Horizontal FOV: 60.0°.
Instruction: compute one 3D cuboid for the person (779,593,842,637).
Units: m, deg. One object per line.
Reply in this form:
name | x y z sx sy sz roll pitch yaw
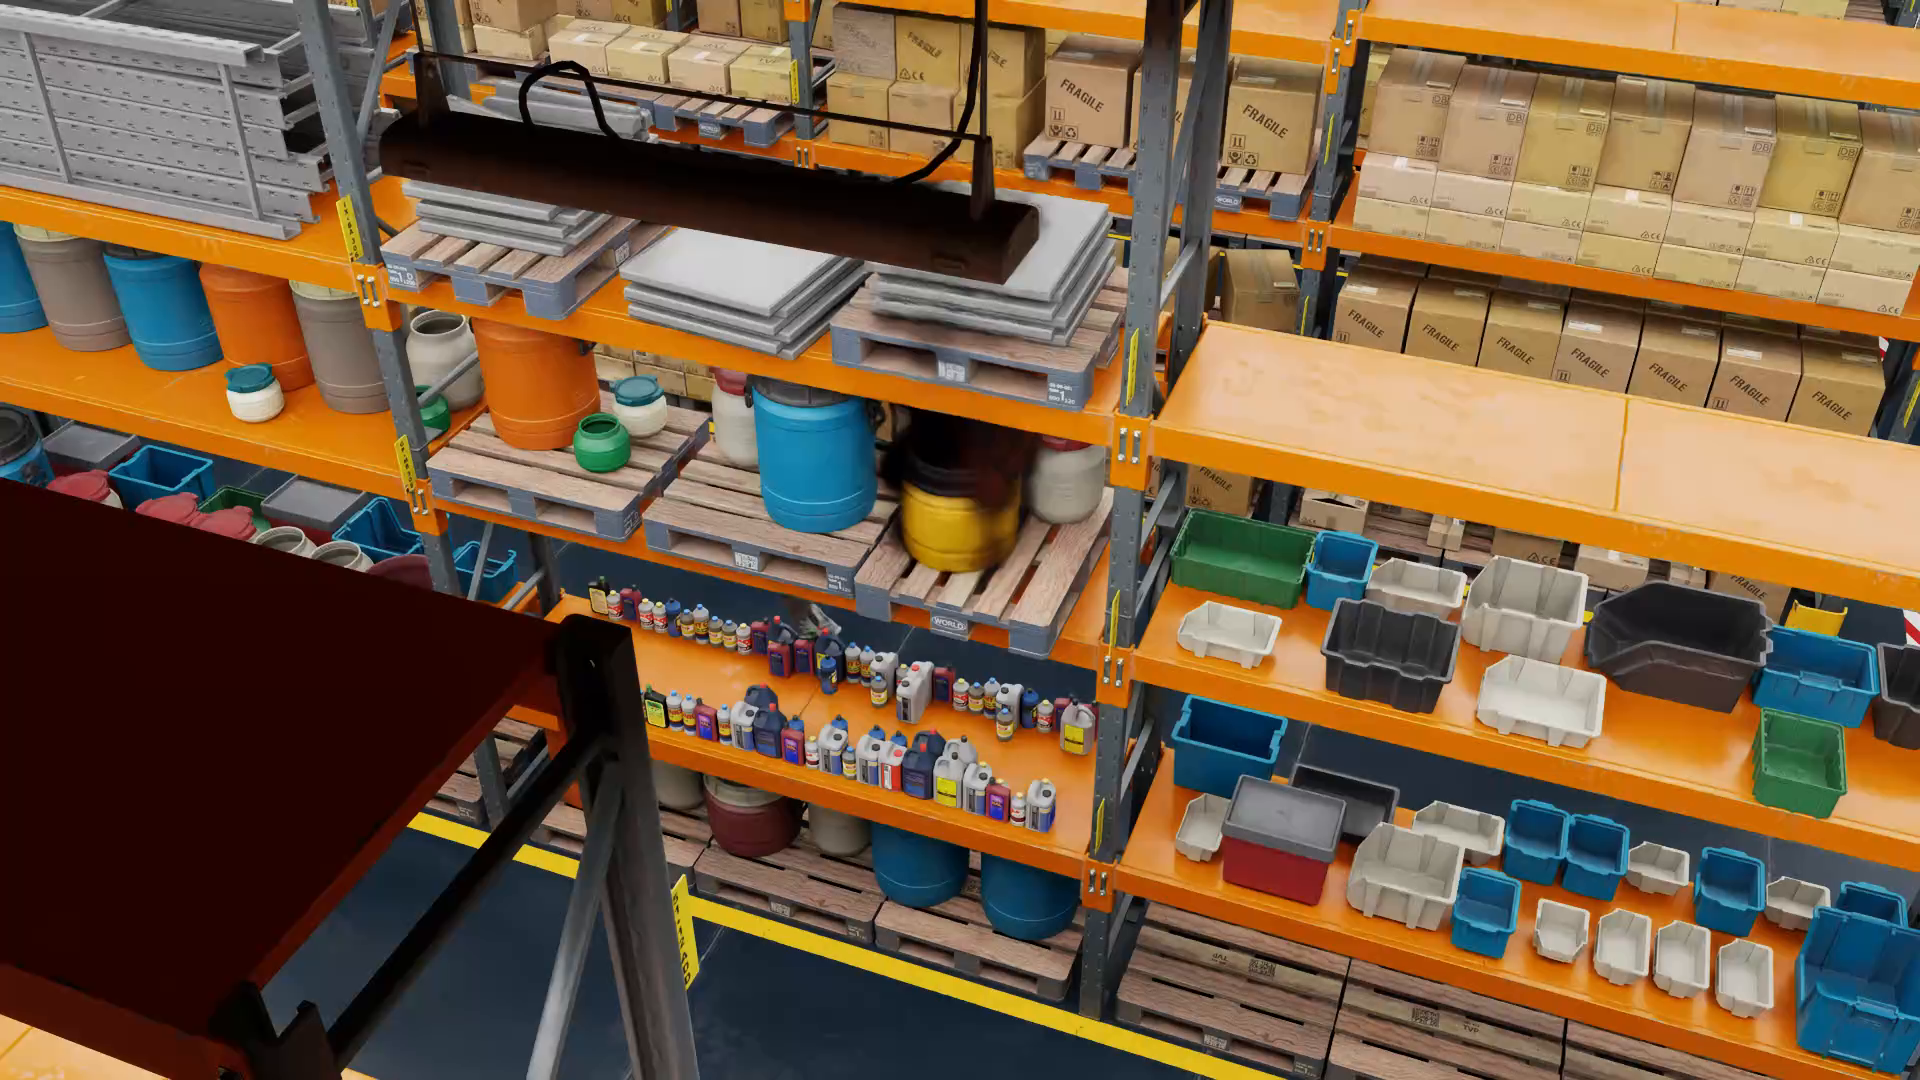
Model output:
person | -1.133 0.221 11.690 0.546 1.651 0.607 15 39 19
